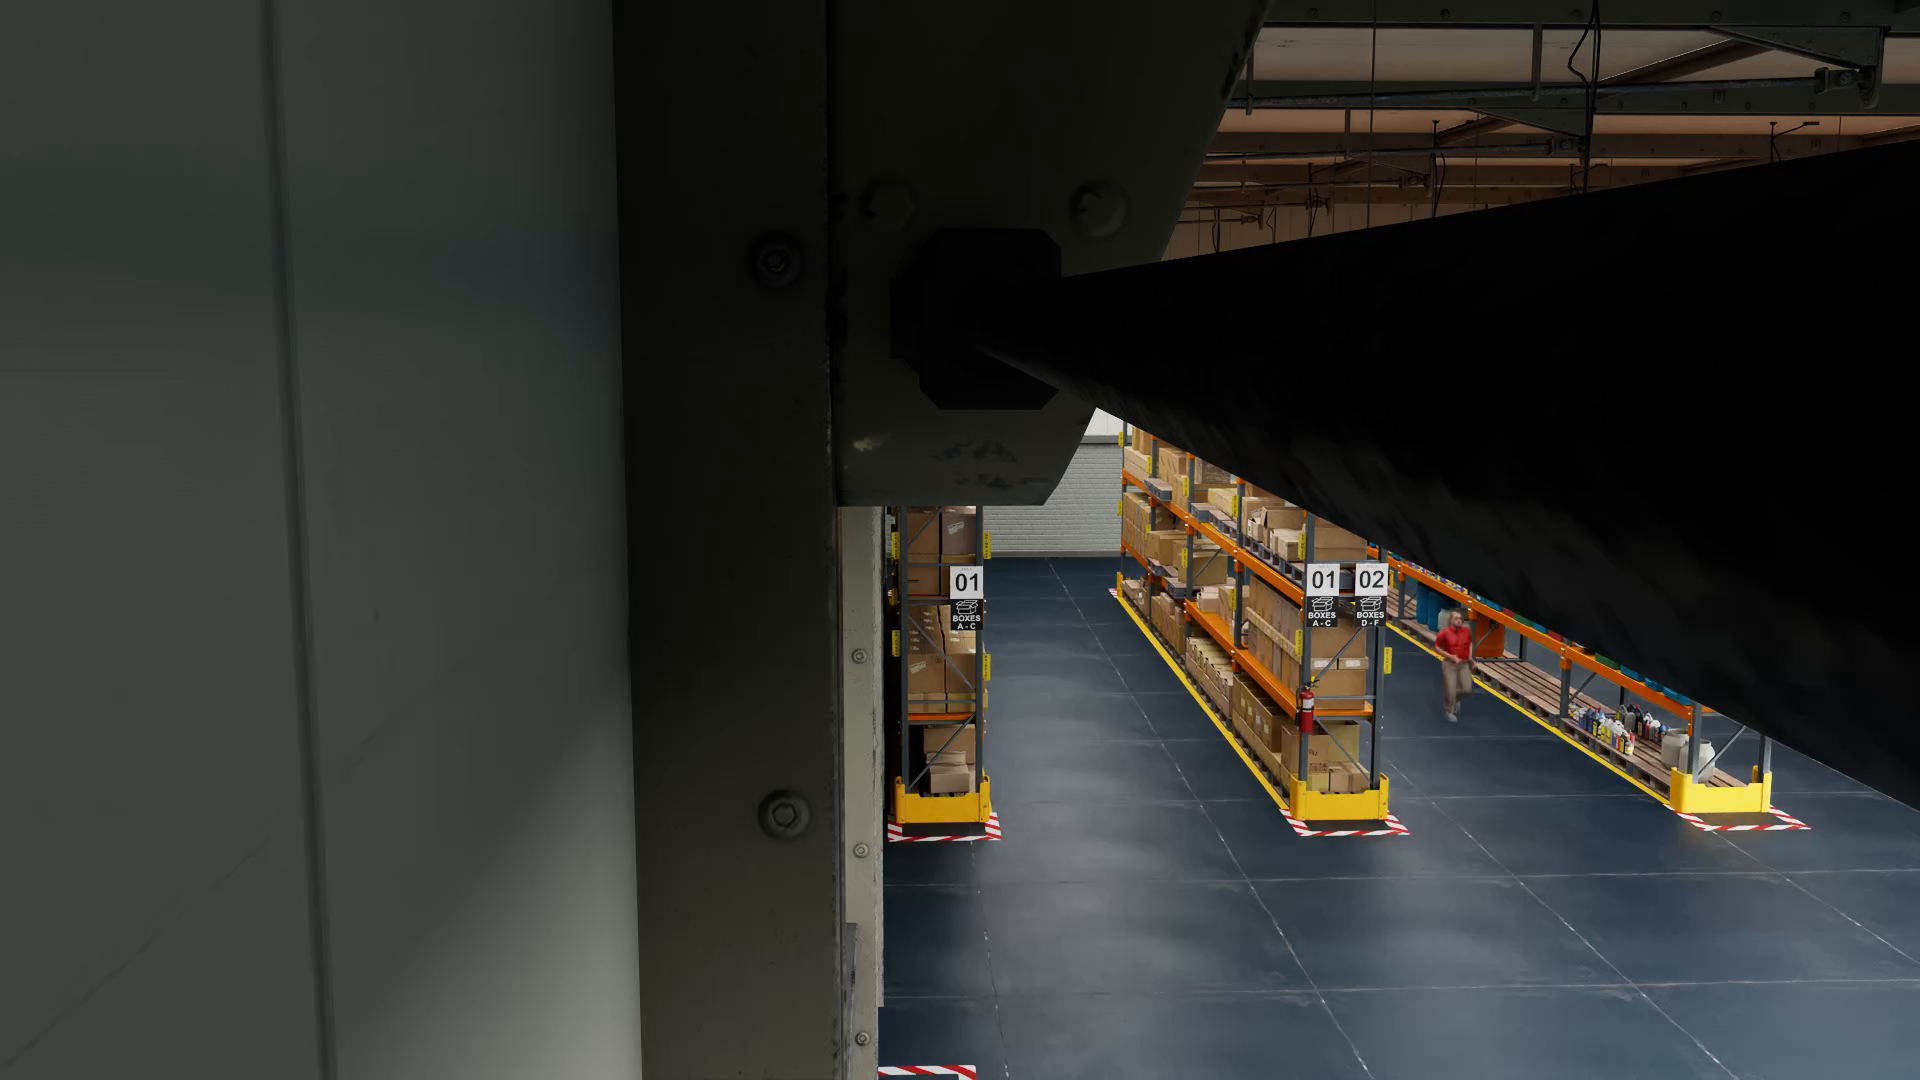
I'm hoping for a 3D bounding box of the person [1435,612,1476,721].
[{"bbox_3d":[7.591,1.940,25.412,0.658,1.686,0.592,-1,8,-8],"label":"person"}]
